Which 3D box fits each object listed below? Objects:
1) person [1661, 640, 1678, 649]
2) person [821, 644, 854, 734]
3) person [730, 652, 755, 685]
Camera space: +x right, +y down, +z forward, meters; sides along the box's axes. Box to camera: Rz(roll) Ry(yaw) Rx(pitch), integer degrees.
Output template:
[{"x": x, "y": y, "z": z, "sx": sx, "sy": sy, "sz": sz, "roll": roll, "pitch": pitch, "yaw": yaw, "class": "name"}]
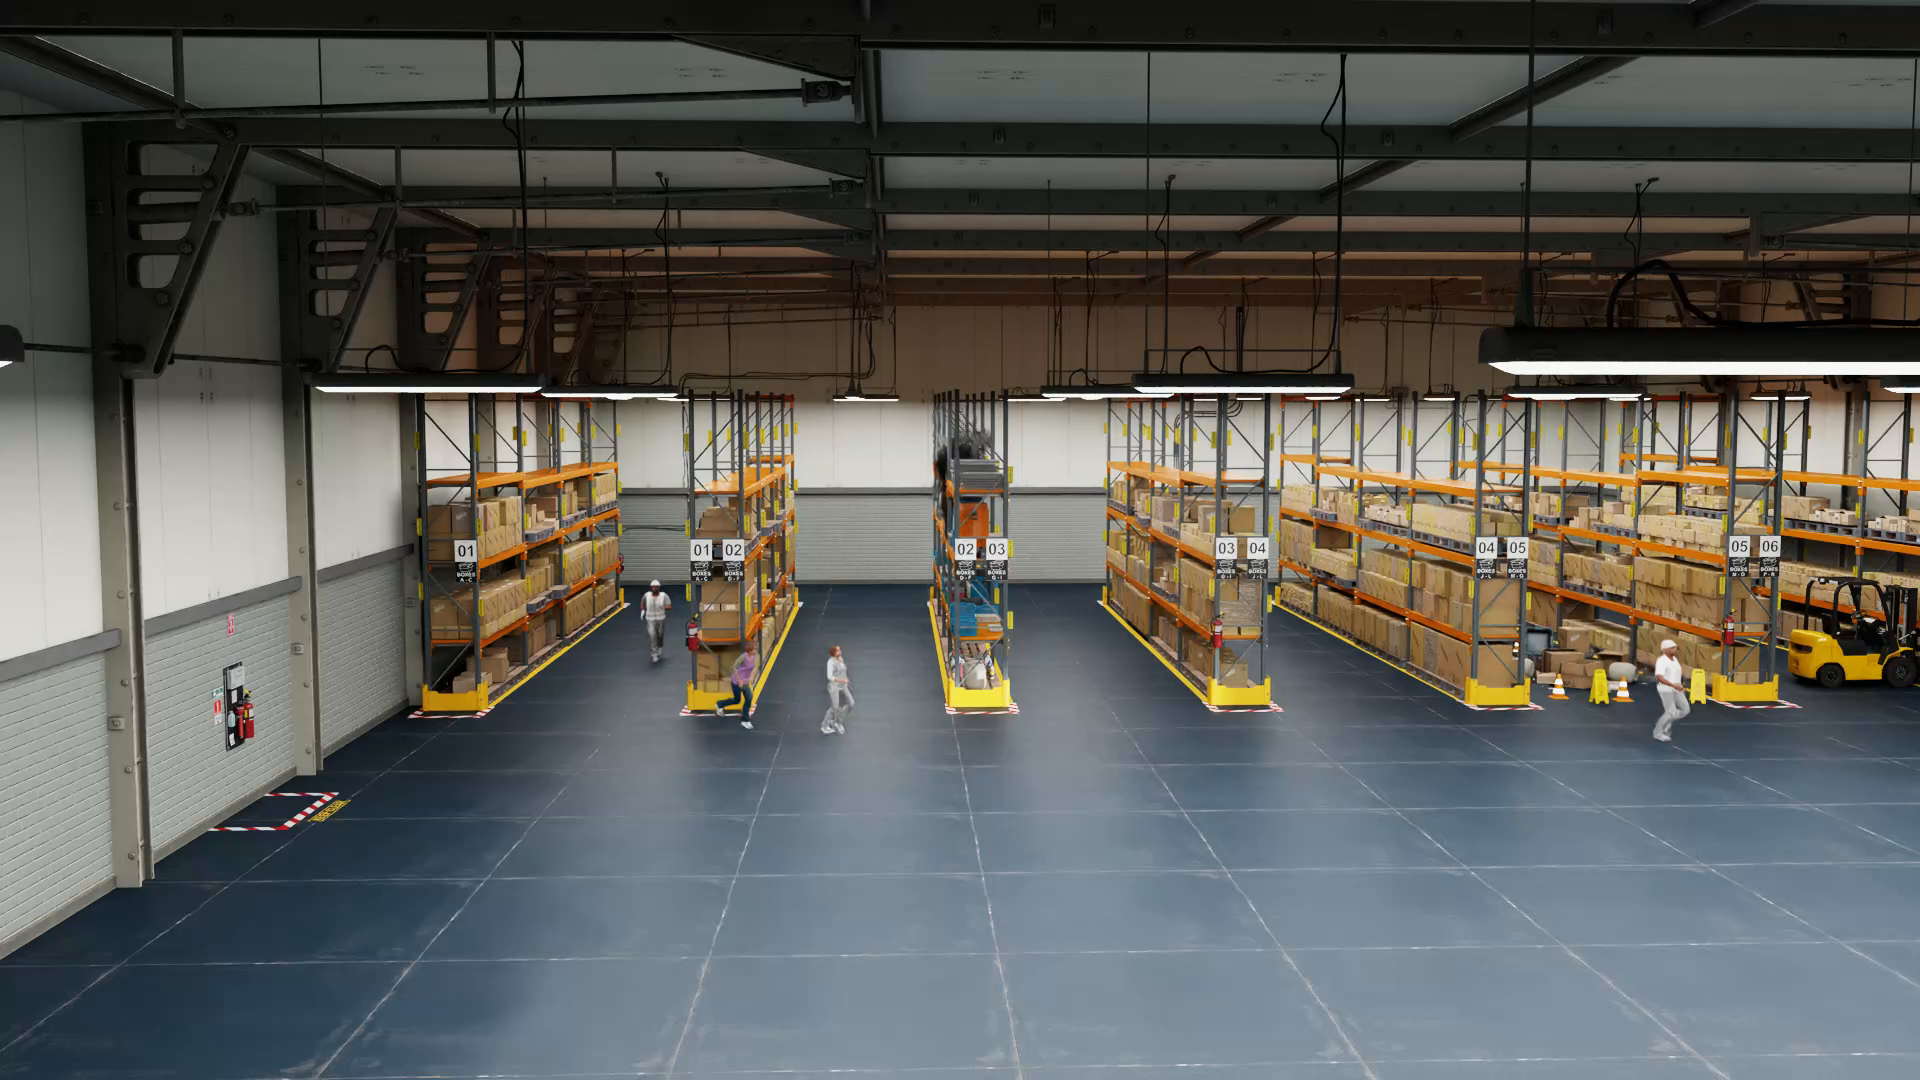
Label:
[{"x": 12.048, "y": 1.779, "z": 28.222, "sx": 0.211, "sy": 0.169, "sz": 0.287, "roll": -4, "pitch": 6, "yaw": -43, "class": "person"}, {"x": -2.124, "y": 2.586, "z": 28.801, "sx": 0.629, "sy": 1.578, "sz": 0.545, "roll": 3, "pitch": 5, "yaw": 31, "class": "person"}, {"x": -3.864, "y": 2.269, "z": 29.539, "sx": 0.414, "sy": 0.575, "sz": 0.547, "roll": 2, "pitch": 5, "yaw": 21, "class": "person"}]
